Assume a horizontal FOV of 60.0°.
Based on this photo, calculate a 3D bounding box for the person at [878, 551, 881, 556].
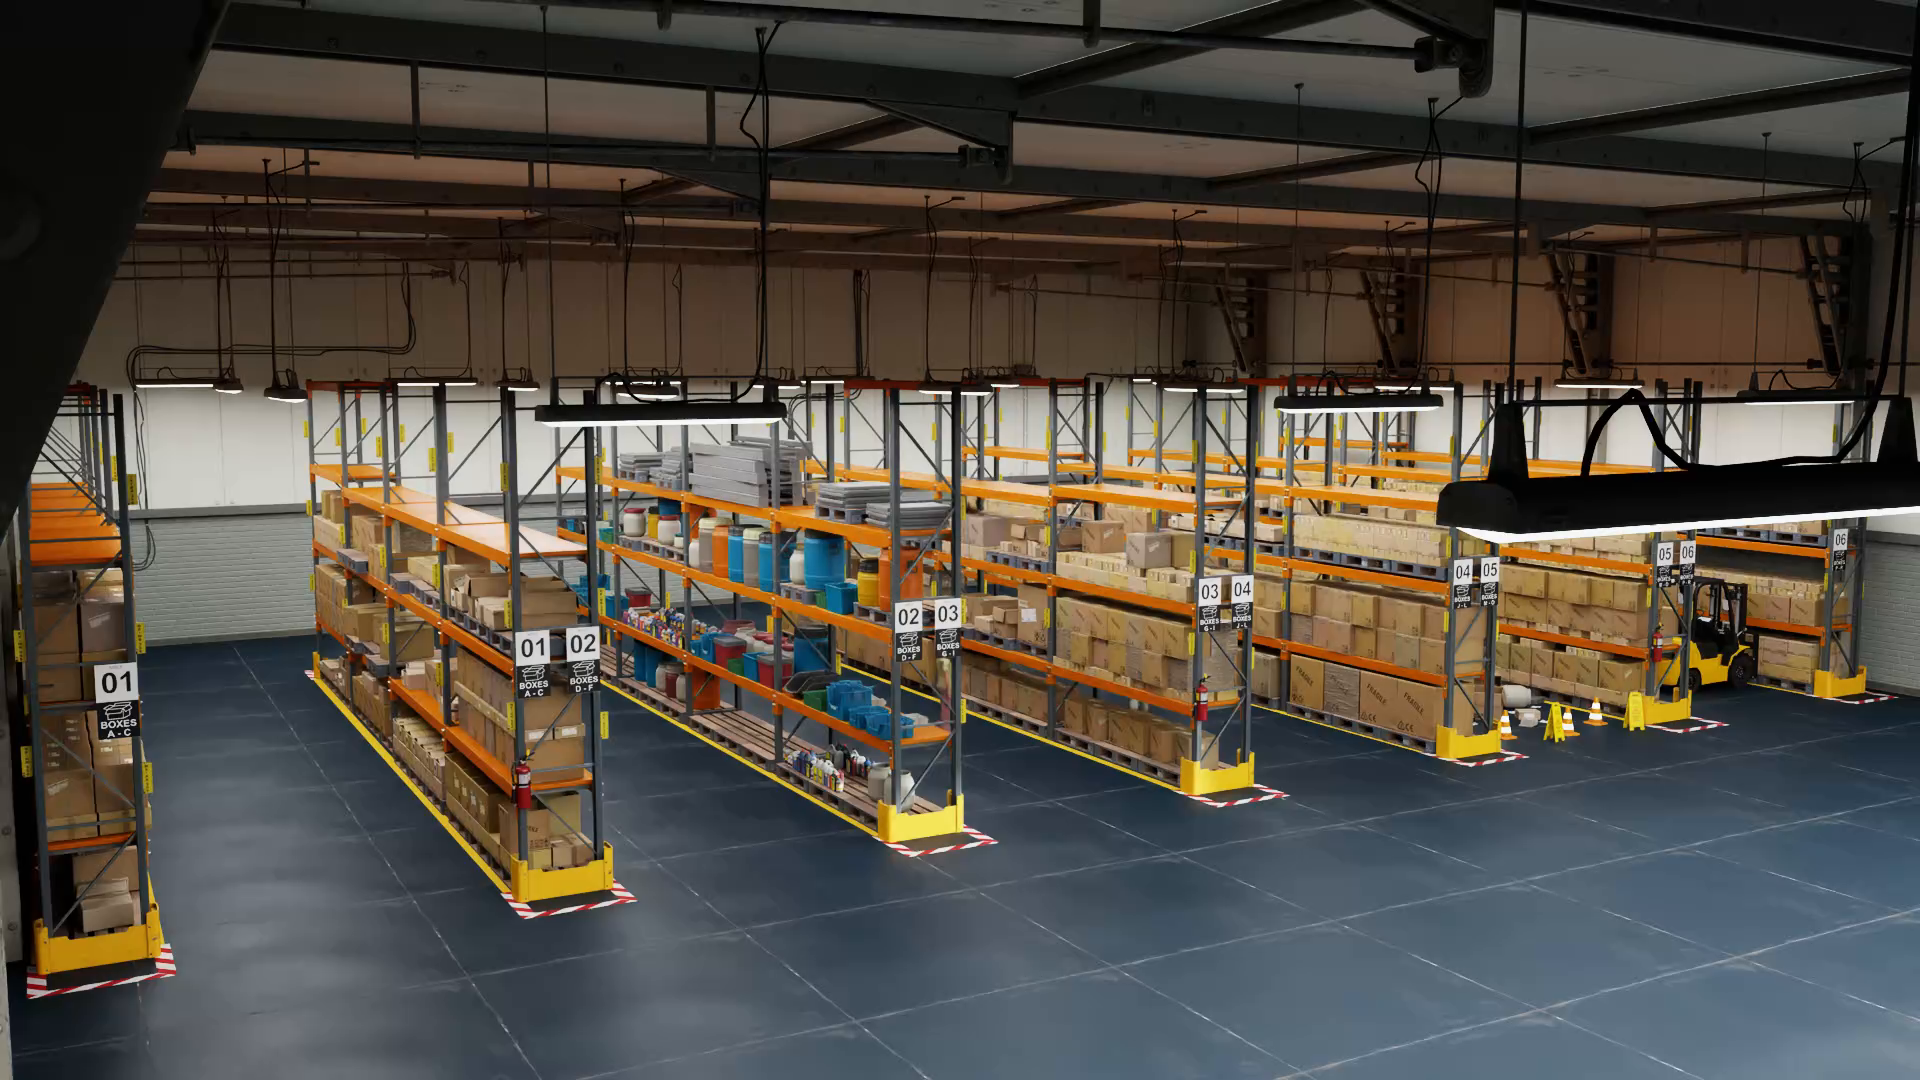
[{"bbox_3d":[-1.910,0.826,43.578,0.568,1.741,0.894,4,7,33],"label":"person"}]

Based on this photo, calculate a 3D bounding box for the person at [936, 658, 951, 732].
[{"bbox_3d":[-0.246,2.536,28.095,0.355,1.706,0.555,-2,6,-17],"label":"person"}]

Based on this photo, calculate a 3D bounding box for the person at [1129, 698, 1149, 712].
[{"bbox_3d":[3.205,2.322,29.622,0.650,1.730,1.132,1,6,7],"label":"person"}]
